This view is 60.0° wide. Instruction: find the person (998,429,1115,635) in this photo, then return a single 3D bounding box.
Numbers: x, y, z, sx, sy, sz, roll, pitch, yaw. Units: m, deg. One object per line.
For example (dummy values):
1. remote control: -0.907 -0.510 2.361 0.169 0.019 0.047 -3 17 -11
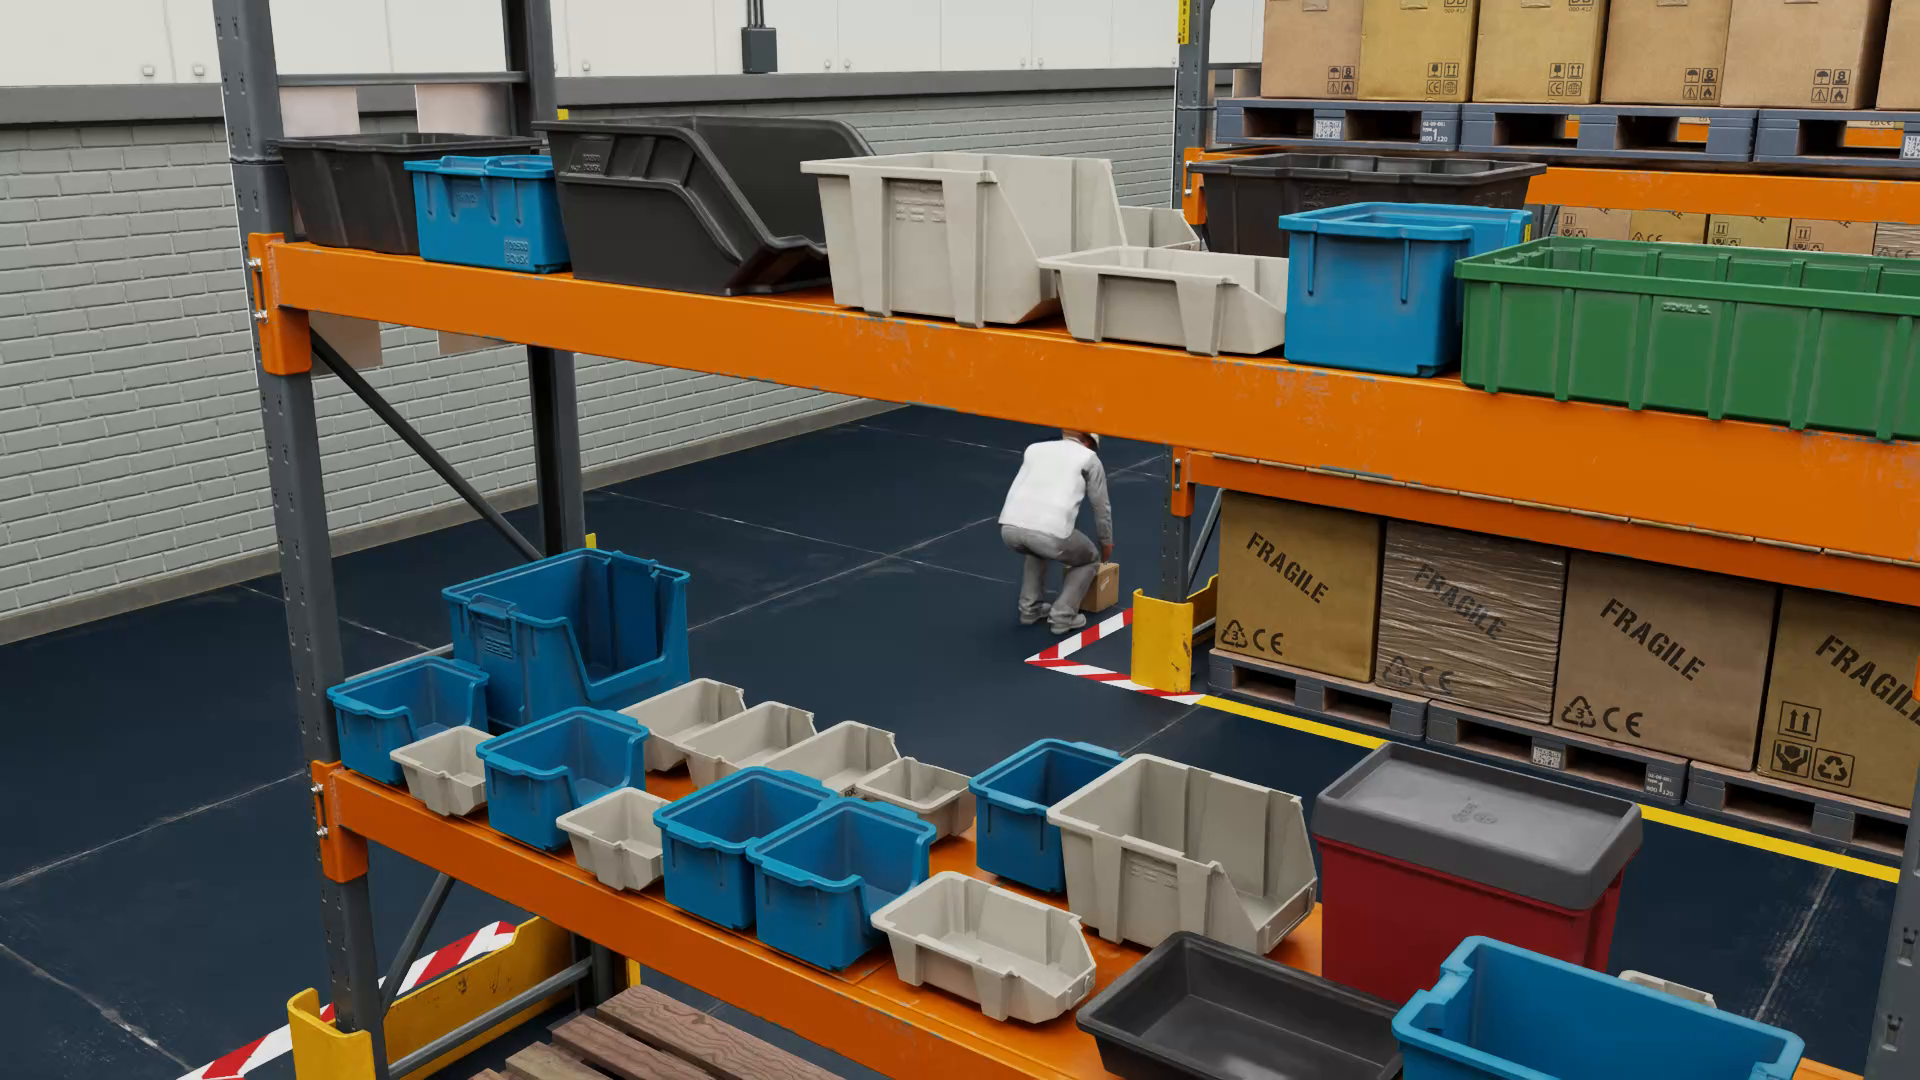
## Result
1. person: 0.557 -0.105 9.848 0.573 1.211 0.851 12 20 35
